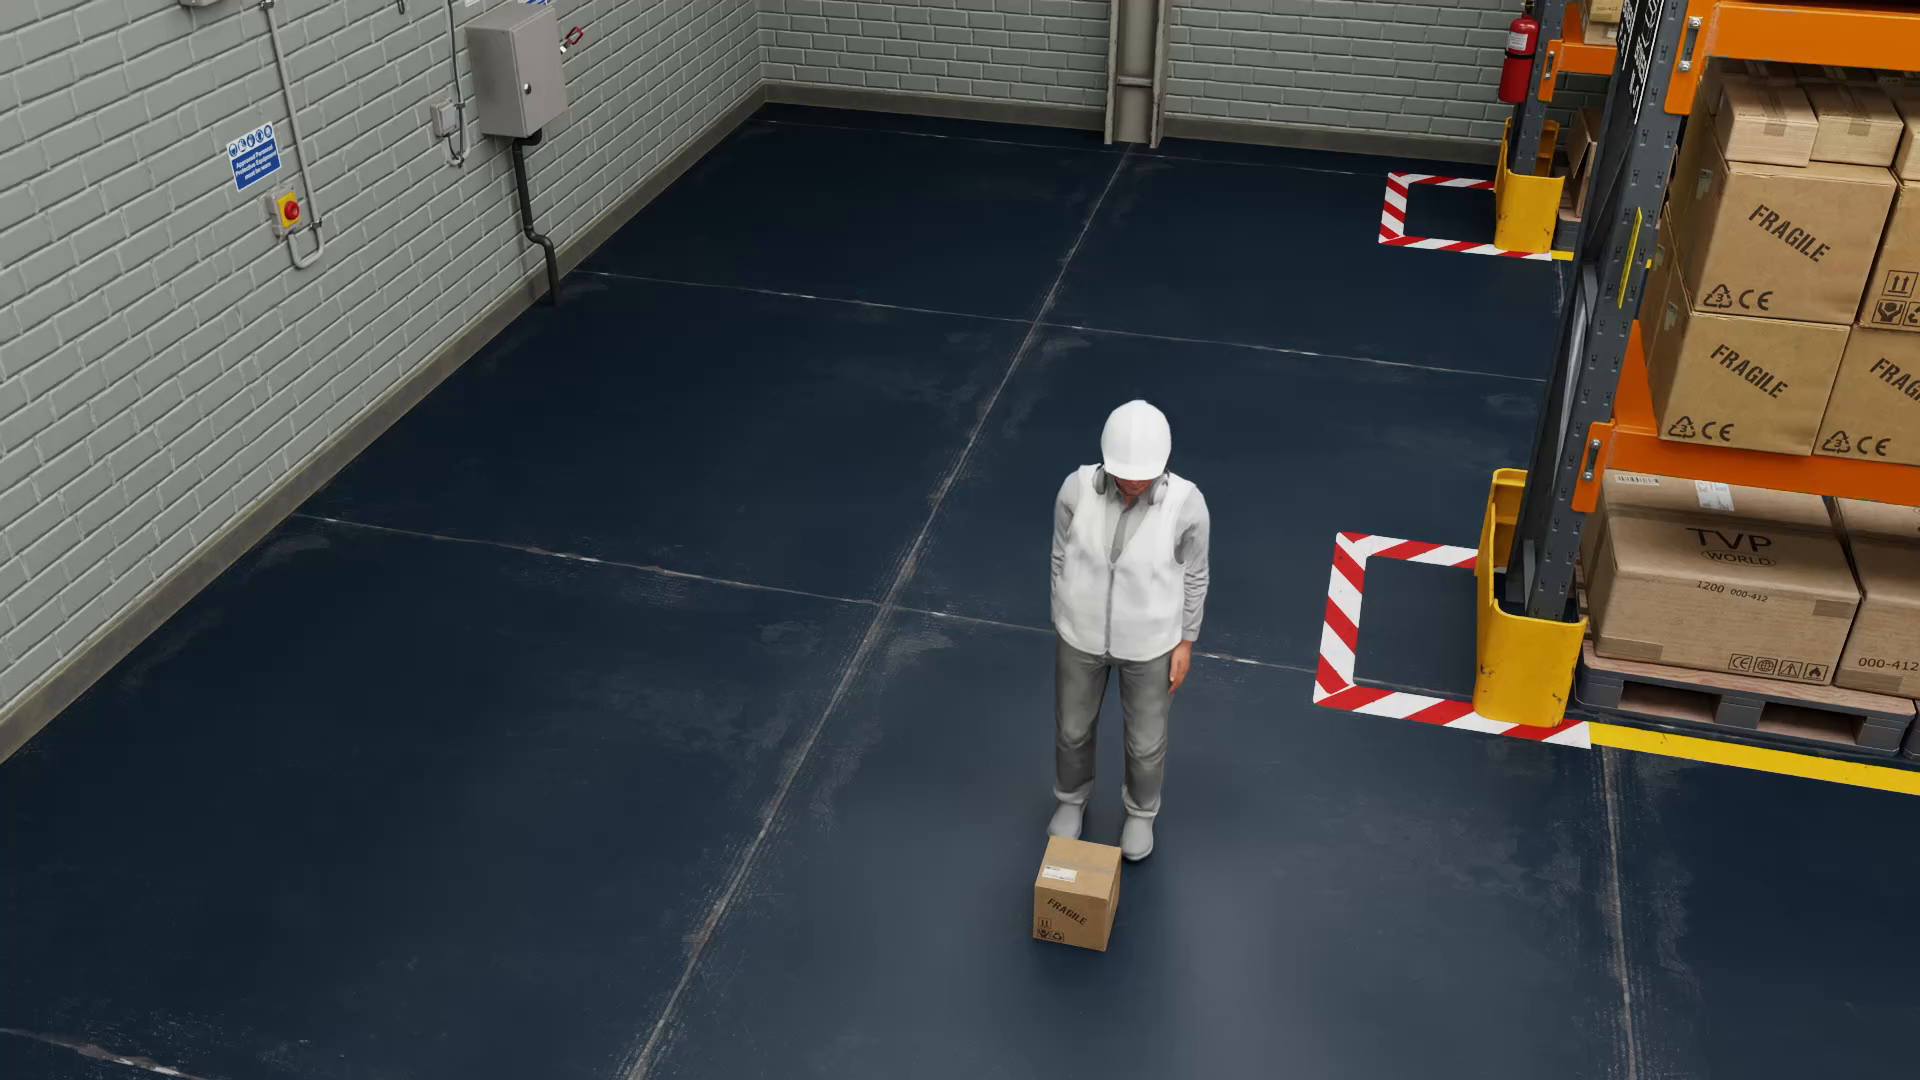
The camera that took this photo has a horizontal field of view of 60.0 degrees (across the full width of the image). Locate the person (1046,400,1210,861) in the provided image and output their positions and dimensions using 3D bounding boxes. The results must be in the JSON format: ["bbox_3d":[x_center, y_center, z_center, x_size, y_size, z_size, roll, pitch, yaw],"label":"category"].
[{"bbox_3d":[0.556,0.316,5.637,0.533,1.768,0.356,9,34,13],"label":"person"}]
